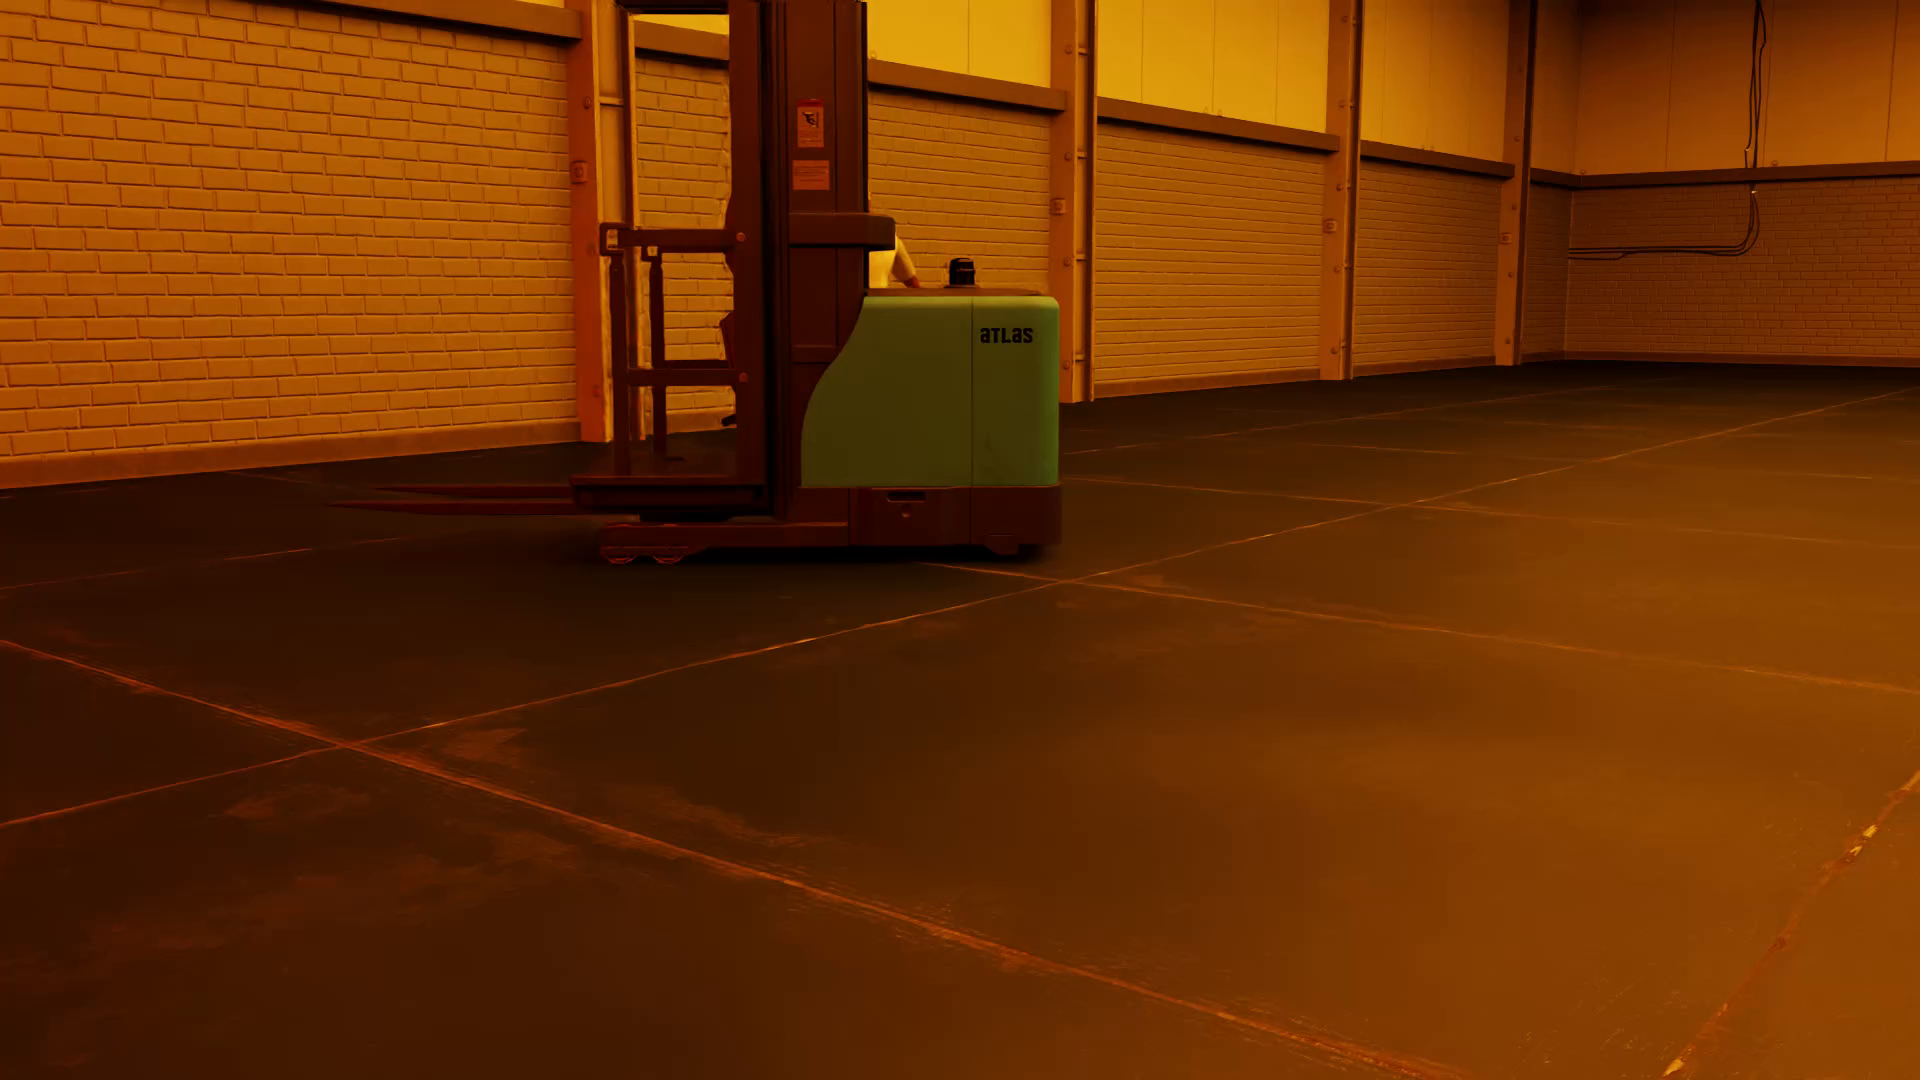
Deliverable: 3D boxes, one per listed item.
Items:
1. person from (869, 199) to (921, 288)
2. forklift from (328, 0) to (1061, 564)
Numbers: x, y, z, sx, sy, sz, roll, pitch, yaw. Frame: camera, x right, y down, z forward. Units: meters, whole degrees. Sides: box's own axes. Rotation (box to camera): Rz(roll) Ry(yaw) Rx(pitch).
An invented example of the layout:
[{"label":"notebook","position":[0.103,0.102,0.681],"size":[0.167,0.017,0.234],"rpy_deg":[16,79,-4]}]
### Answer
[{"label":"person","position":[-0.652,-1.261,10.132],"size":[1.026,1.807,0.583],"rpy_deg":[-3,9,-21]},{"label":"forklift","position":[-1.108,-1.430,7.052],"size":[3.031,2.935,1.130],"rpy_deg":[0,8,-1]}]
